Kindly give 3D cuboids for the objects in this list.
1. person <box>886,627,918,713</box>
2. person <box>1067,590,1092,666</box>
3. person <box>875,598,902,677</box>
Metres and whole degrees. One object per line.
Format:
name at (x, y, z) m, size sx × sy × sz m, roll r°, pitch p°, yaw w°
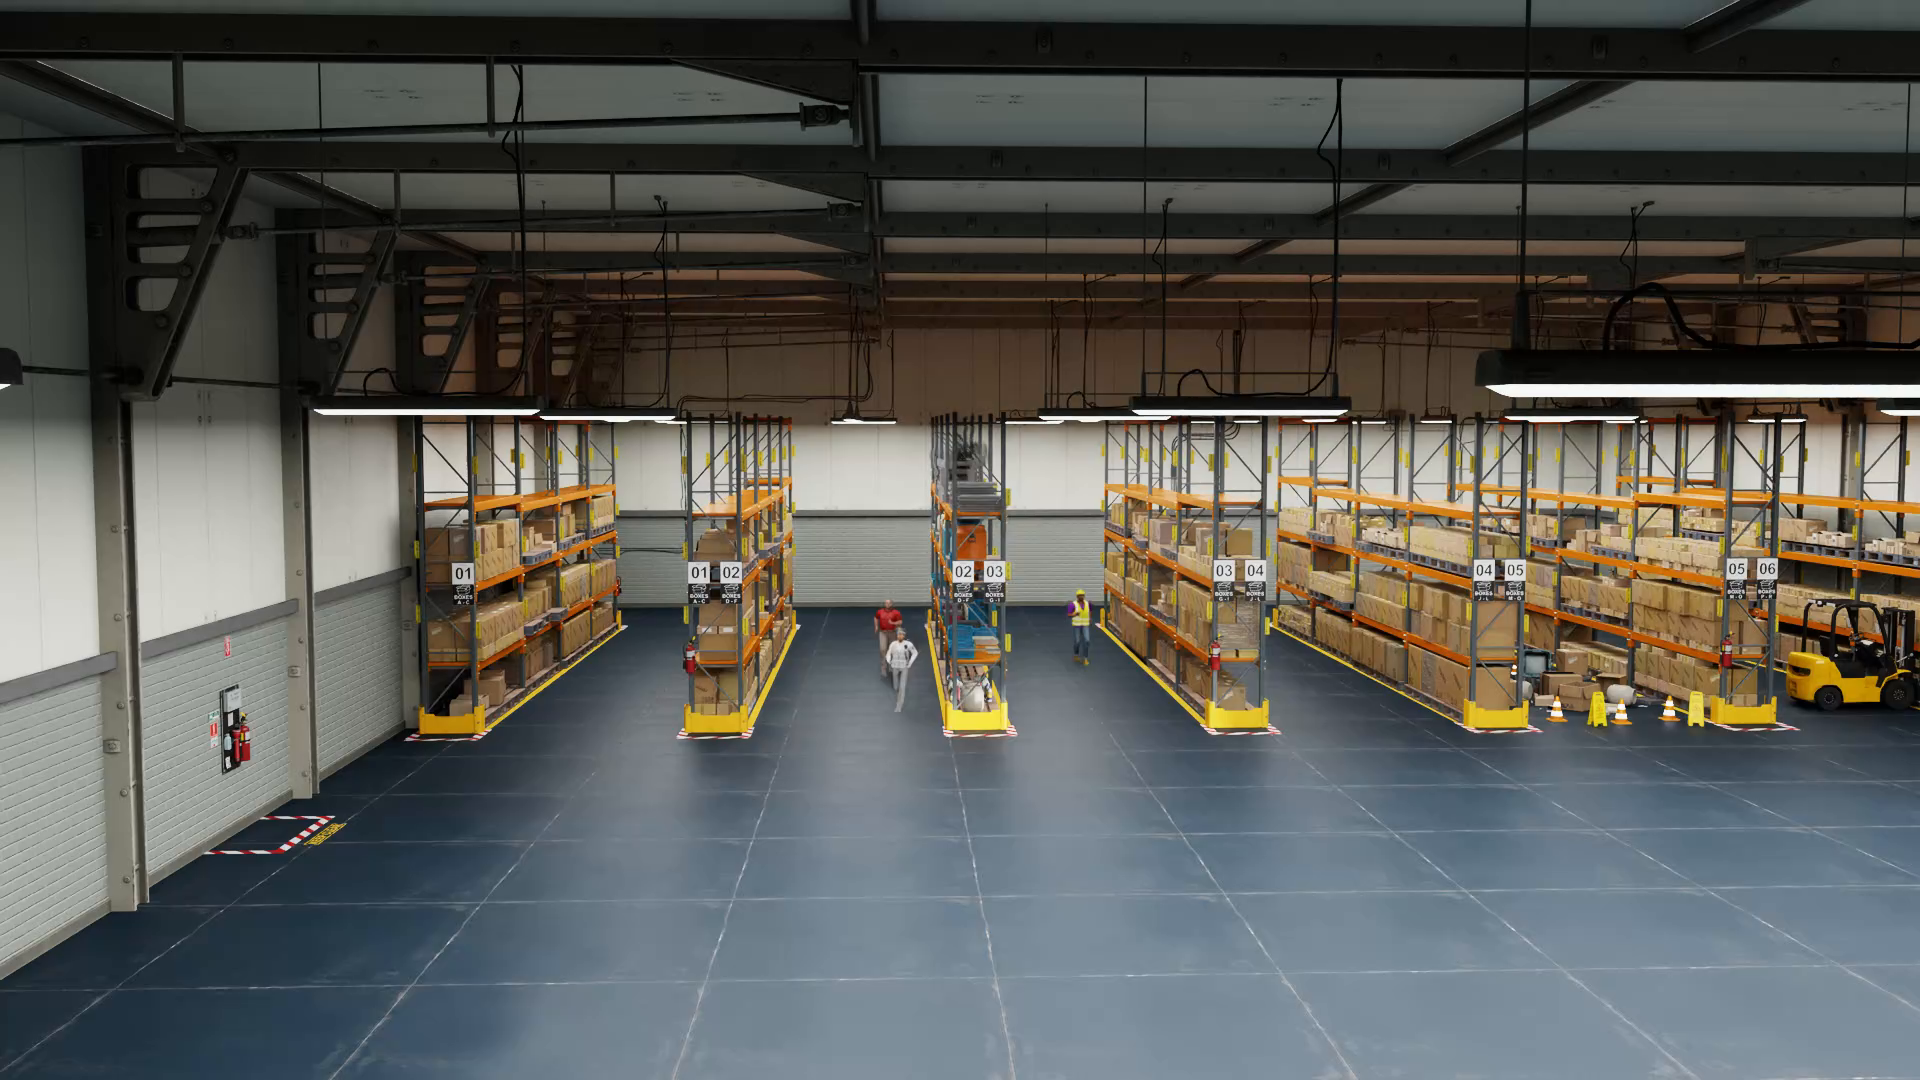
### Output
person at (-1.192, 2.592, 33.568) m, size 0.633 × 1.674 × 0.895 m, roll 1°, pitch 4°, yaw 12°
person at (2.911, 2.105, 40.102) m, size 0.677 × 1.823 × 0.738 m, roll -1°, pitch 4°, yaw -8°
person at (-1.656, 2.223, 38.460) m, size 0.653 × 1.748 × 0.921 m, roll 0°, pitch 4°, yaw -1°
